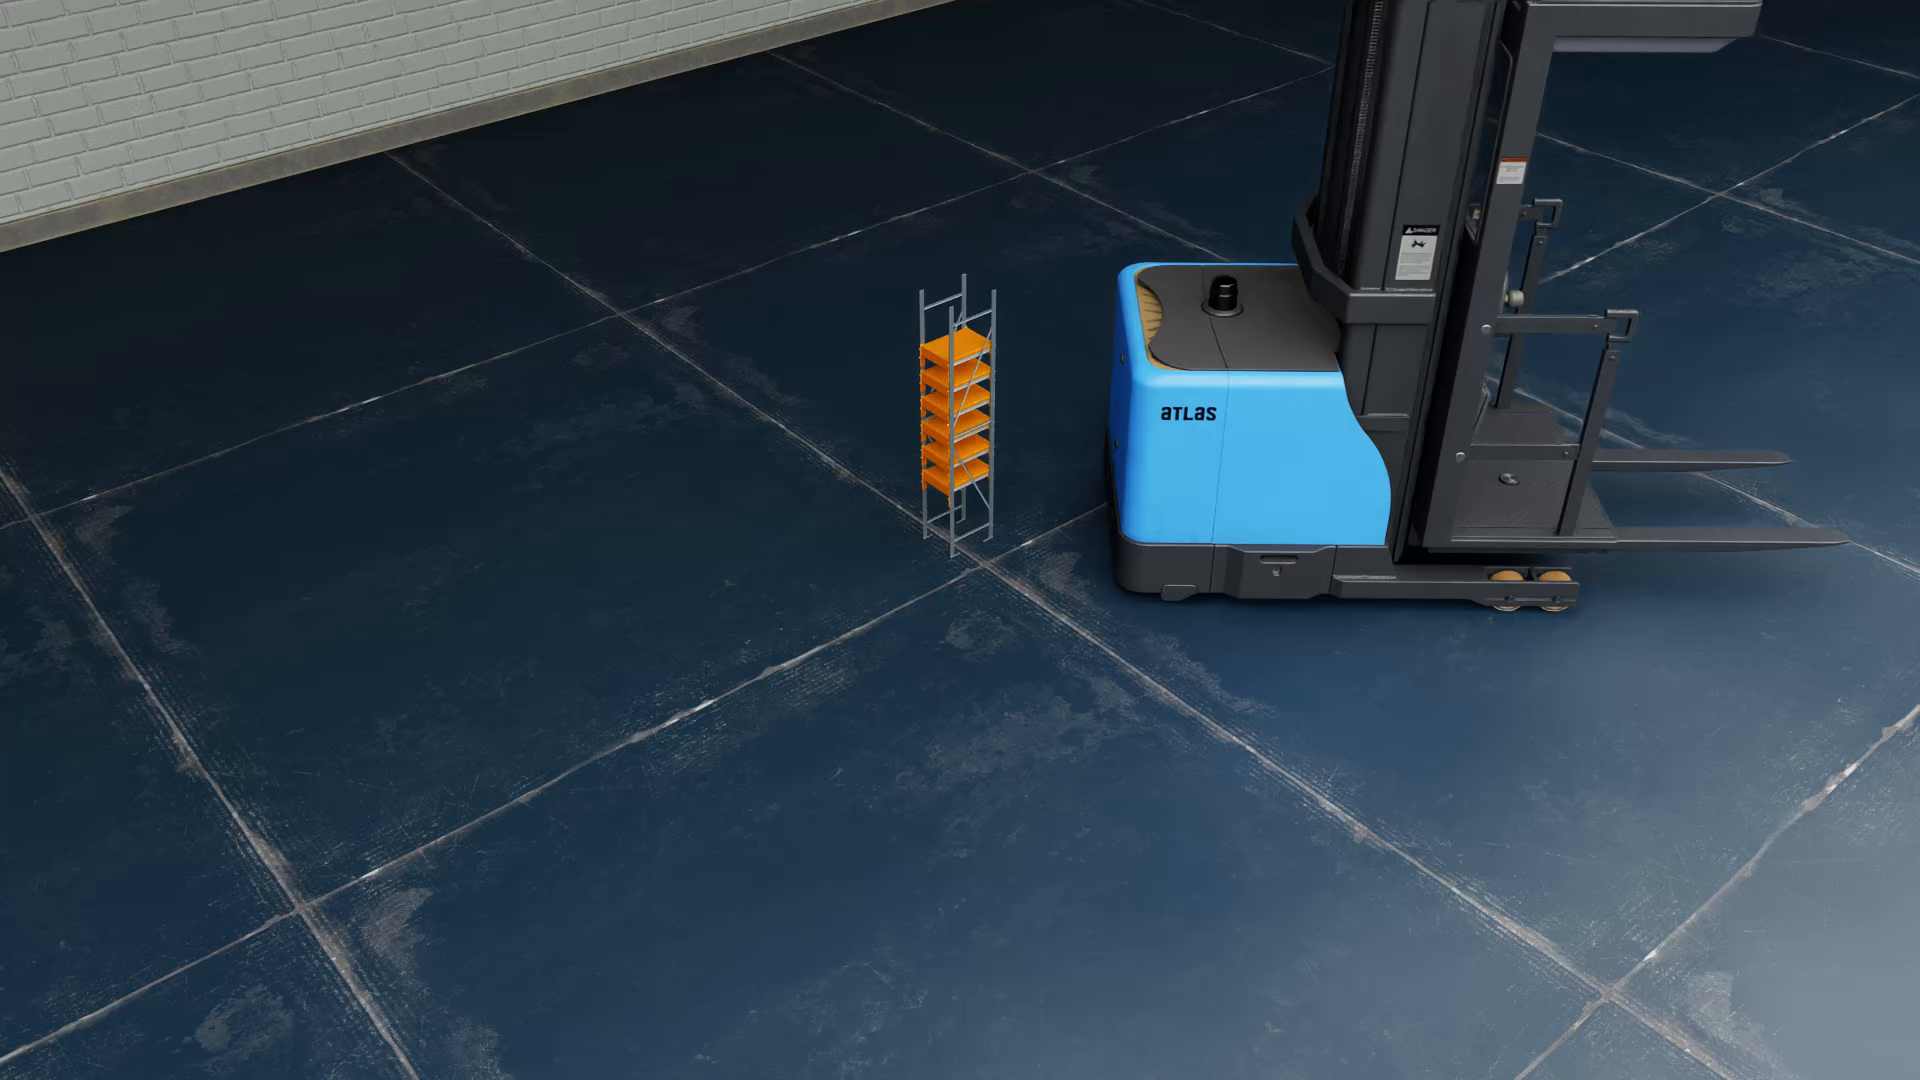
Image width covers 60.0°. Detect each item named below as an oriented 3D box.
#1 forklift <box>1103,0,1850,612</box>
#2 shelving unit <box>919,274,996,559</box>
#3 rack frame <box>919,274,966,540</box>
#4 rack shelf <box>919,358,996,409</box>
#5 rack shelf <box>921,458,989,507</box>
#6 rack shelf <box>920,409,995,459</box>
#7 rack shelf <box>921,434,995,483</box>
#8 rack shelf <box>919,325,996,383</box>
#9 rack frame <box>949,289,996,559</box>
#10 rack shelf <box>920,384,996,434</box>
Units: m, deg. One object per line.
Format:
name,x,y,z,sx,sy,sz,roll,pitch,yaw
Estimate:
forklift,2.164,-1.214,6.428,3.031,2.935,1.130,0,35,1
shelving unit,-0.009,-0.496,6.912,0.258,1.200,0.189,-26,43,-32
rack frame,-0.068,-0.536,6.969,0.240,1.200,0.006,-26,43,-32
rack shelf,-0.009,-0.656,6.799,0.258,0.103,0.180,-26,43,-32
rack shelf,-0.009,-0.264,7.077,0.258,0.103,0.180,-26,43,-32
rack shelf,-0.009,-0.460,6.938,0.258,0.103,0.180,-26,43,-32
rack shelf,-0.009,-0.362,7.007,0.258,0.103,0.180,-26,43,-32
rack shelf,-0.009,-0.754,6.730,0.258,0.103,0.180,-26,43,-32
rack frame,0.050,-0.456,6.855,0.240,1.200,0.006,-26,43,-32
rack shelf,-0.009,-0.558,6.869,0.258,0.103,0.180,-26,43,-32
